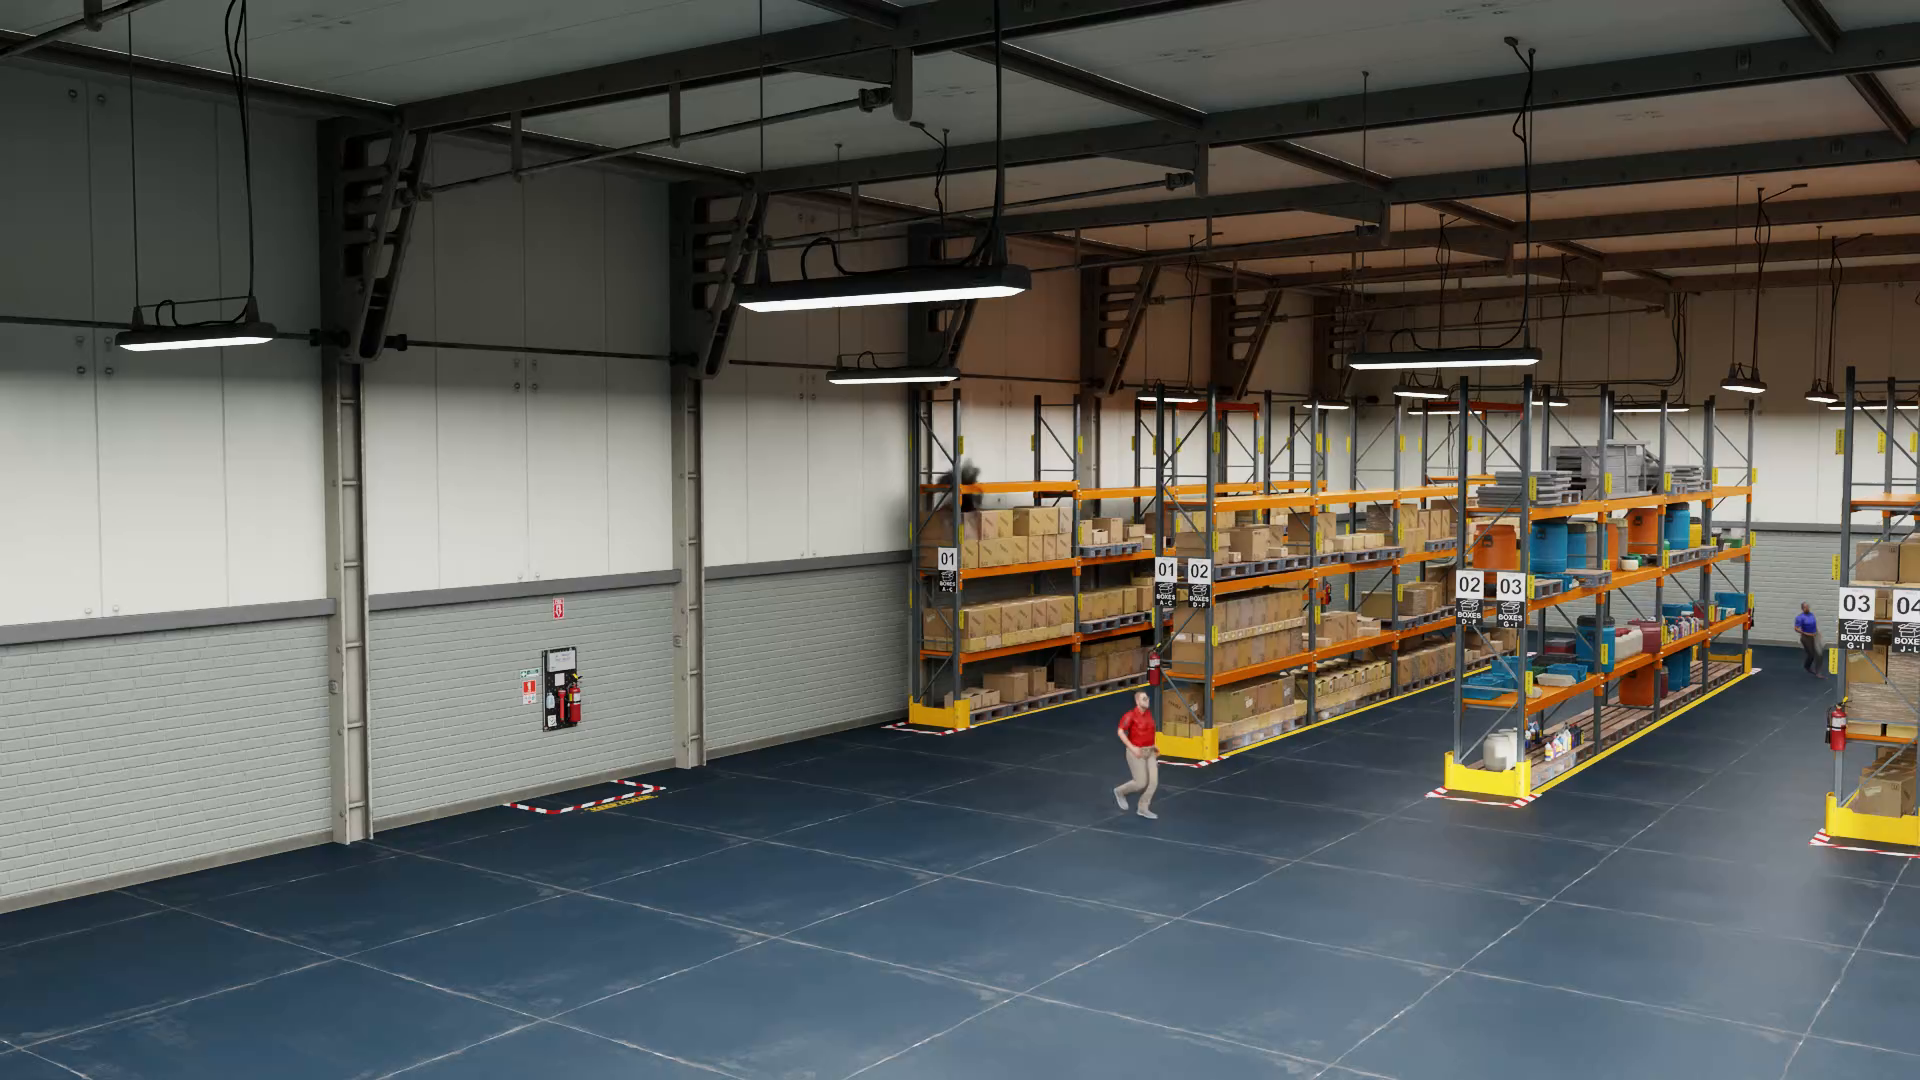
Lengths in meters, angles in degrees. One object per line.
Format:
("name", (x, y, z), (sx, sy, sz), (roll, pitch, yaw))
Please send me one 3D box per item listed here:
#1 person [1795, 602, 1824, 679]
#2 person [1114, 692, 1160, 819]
("person", (18.302, 2.150, 35.854), (0.597, 1.619, 0.753), (0, 3, -3))
("person", (2.399, 2.886, 22.437), (0.675, 1.699, 0.645), (-3, 4, -41))
